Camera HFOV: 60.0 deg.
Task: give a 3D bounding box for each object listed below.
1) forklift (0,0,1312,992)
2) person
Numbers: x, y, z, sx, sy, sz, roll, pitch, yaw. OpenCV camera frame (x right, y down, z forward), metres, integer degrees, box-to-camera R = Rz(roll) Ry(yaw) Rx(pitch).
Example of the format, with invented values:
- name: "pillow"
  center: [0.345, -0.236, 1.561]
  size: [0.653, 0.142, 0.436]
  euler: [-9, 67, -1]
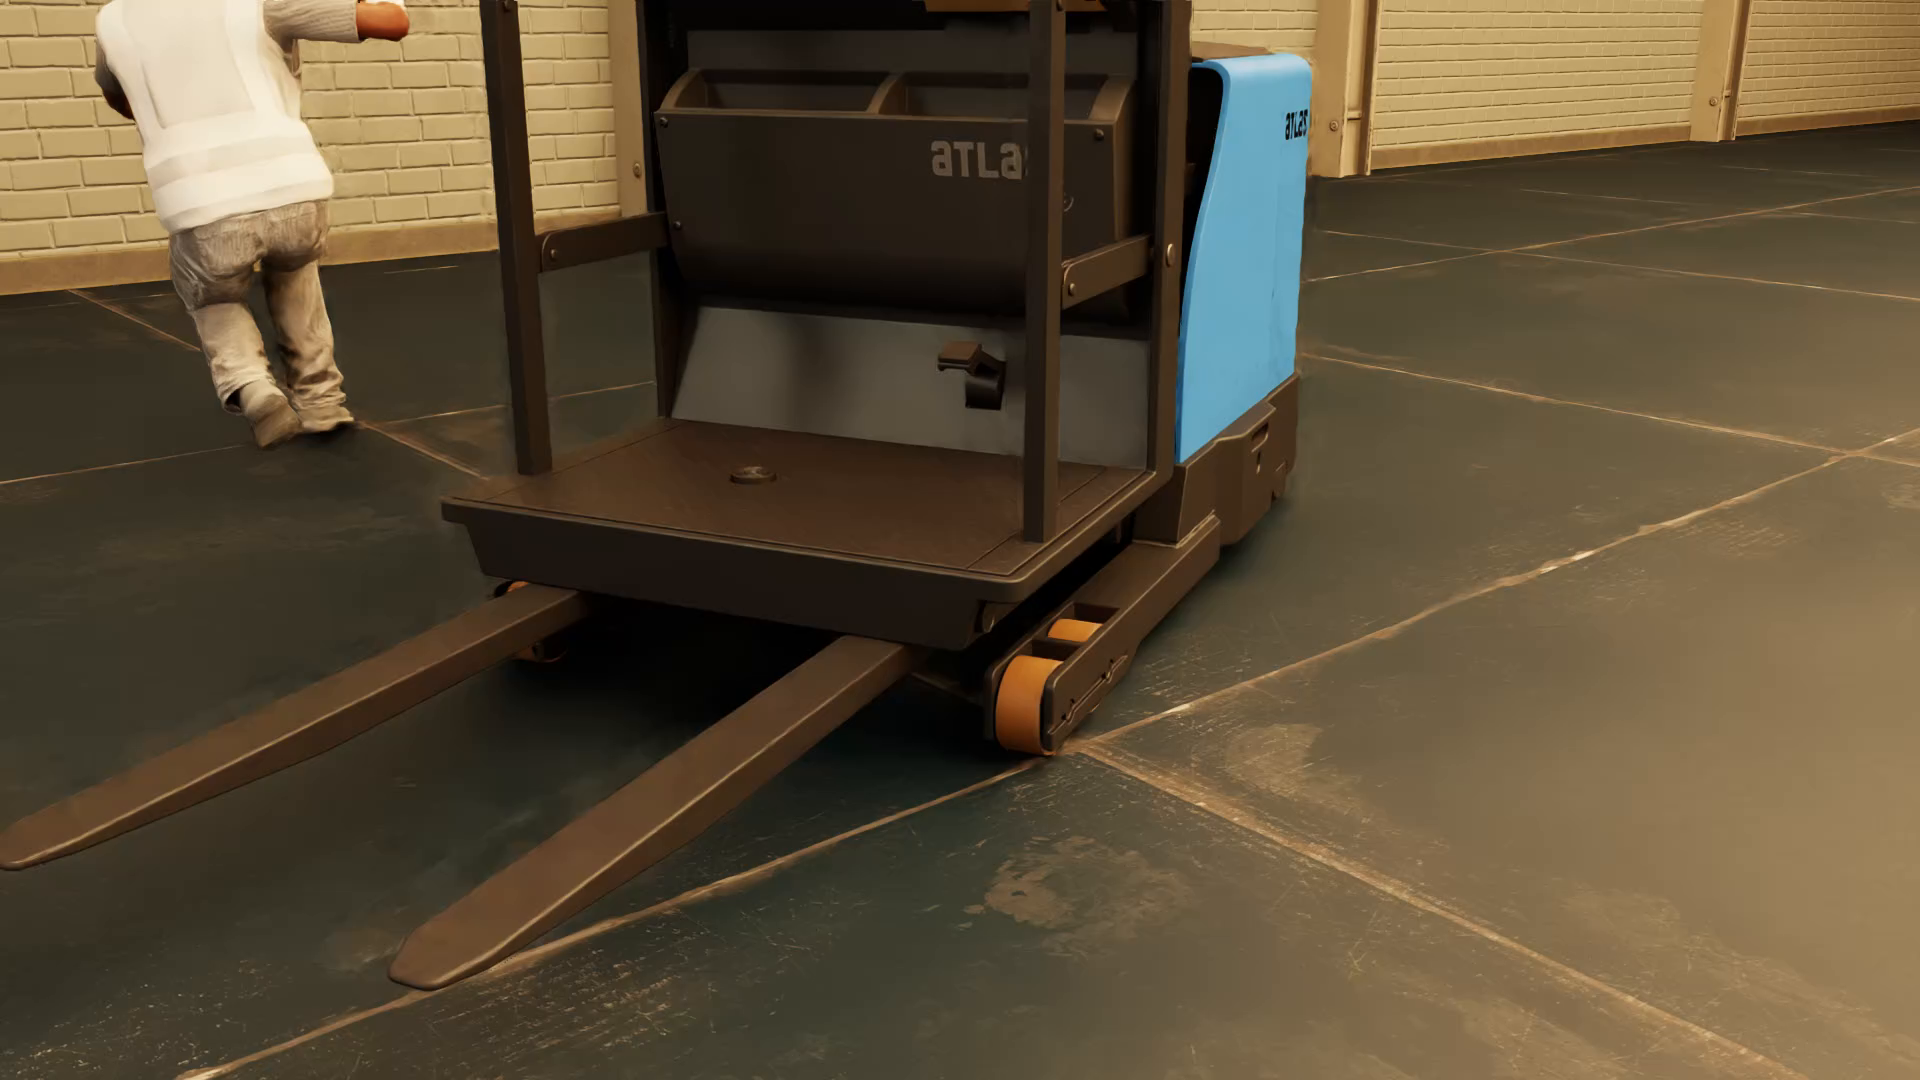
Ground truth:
- name: "forklift"
  center: [-0.217, -1.190, 2.744]
  size: [1.130, 2.935, 3.031]
  euler: [8, 19, 23]
- name: "person"
  center: [-1.914, -1.022, 4.601]
  size: [0.812, 1.479, 1.049]
  euler: [-6, 18, -19]
